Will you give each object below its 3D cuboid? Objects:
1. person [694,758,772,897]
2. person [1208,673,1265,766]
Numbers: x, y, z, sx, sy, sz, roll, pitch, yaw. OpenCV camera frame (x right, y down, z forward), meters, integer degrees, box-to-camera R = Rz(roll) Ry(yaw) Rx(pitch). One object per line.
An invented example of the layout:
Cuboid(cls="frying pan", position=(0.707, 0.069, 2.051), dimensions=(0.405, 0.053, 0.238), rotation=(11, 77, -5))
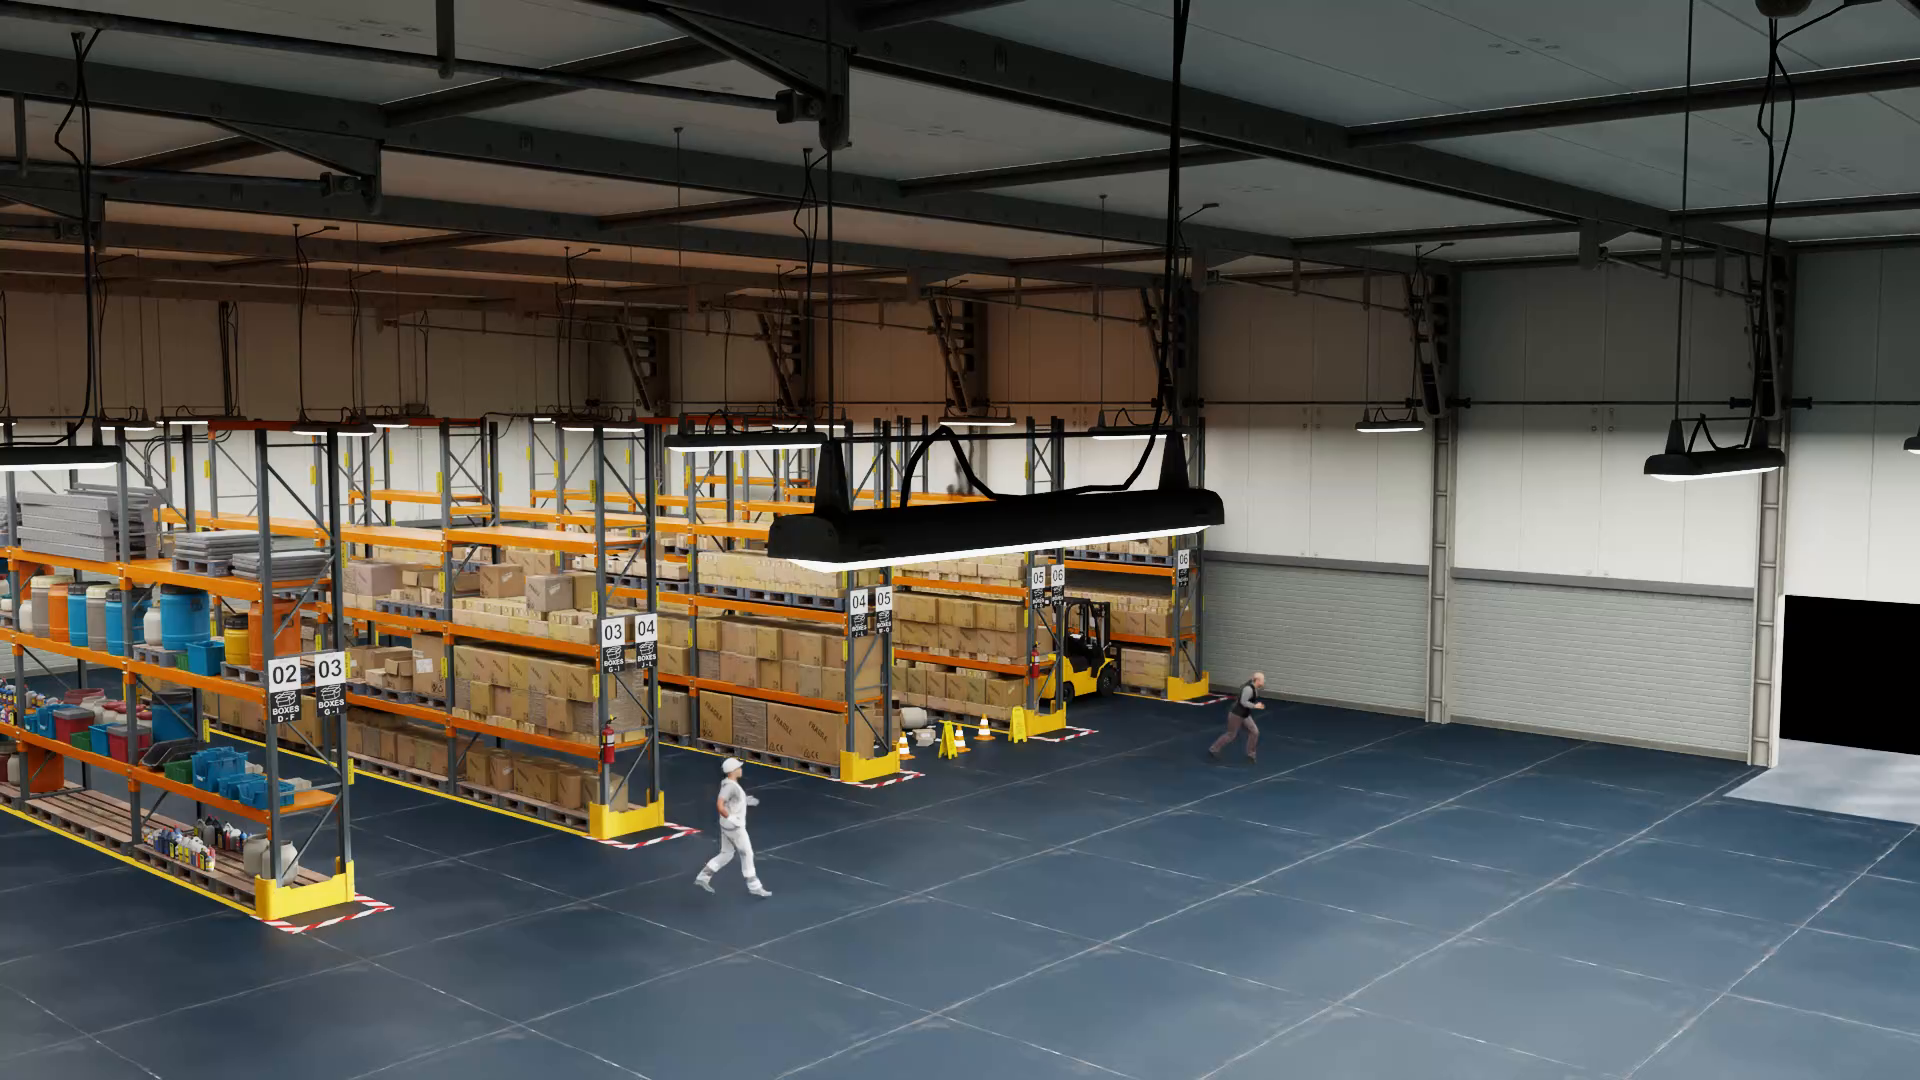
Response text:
Cuboid(cls="person", position=(-2.898, 3.663, 21.134), dimensions=(0.983, 1.805, 0.652), rotation=(-2, 5, -20))
Cuboid(cls="person", position=(4.842, 3.129, 29.085), dimensions=(0.989, 1.681, 0.701), rotation=(2, 5, 20))
